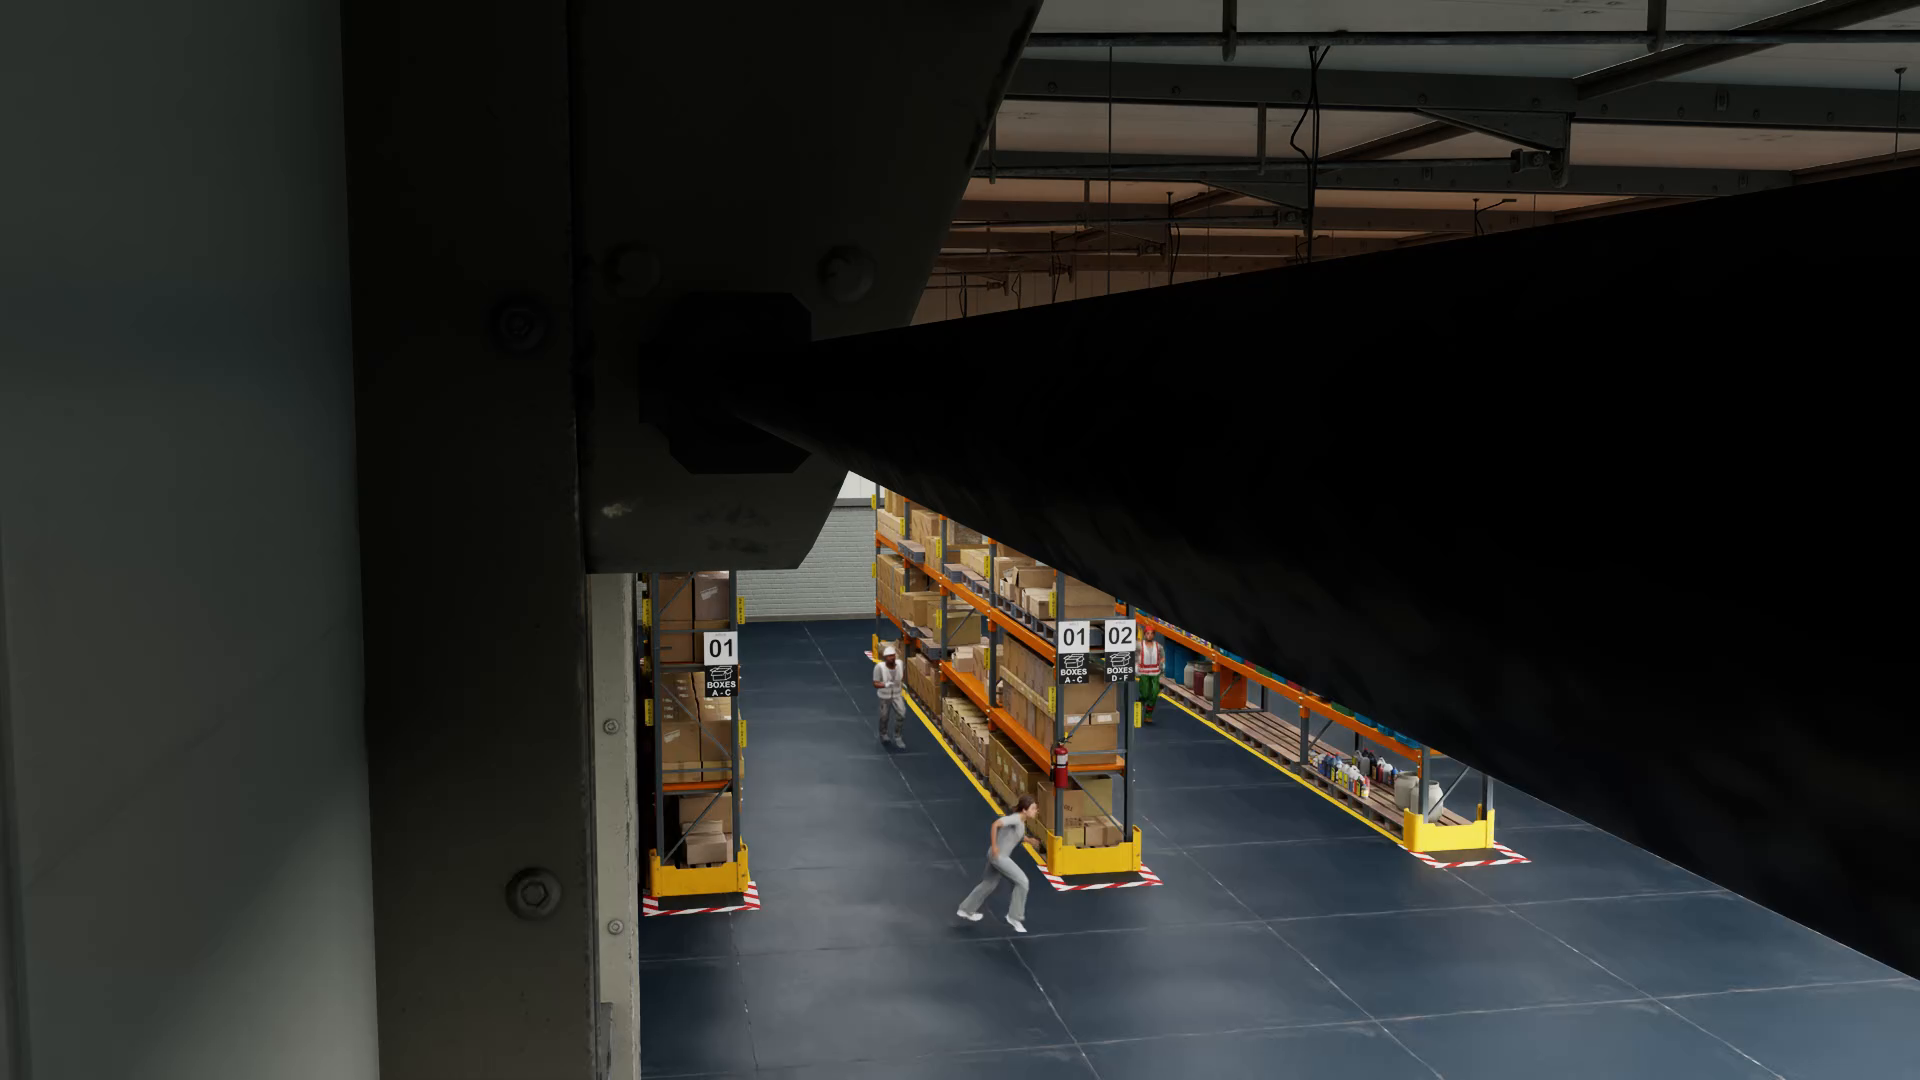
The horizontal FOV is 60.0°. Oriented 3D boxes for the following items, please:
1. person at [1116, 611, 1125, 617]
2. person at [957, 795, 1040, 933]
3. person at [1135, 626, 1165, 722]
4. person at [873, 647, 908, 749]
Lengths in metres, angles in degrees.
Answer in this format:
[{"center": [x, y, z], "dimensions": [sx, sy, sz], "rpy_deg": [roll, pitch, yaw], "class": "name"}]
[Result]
[{"center": [3.713, 1.505, 38.662], "dimensions": [0.586, 1.719, 0.707], "rpy_deg": [2, 6, 20], "class": "person"}, {"center": [0.422, 3.652, 18.749], "dimensions": [0.957, 1.612, 0.604], "rpy_deg": [1, 6, 14], "class": "person"}, {"center": [3.386, 2.413, 29.705], "dimensions": [0.639, 1.742, 0.610], "rpy_deg": [-1, 6, -13], "class": "person"}, {"center": [-1.162, 2.615, 27.792], "dimensions": [0.637, 1.724, 0.949], "rpy_deg": [-1, 6, -14], "class": "person"}]
